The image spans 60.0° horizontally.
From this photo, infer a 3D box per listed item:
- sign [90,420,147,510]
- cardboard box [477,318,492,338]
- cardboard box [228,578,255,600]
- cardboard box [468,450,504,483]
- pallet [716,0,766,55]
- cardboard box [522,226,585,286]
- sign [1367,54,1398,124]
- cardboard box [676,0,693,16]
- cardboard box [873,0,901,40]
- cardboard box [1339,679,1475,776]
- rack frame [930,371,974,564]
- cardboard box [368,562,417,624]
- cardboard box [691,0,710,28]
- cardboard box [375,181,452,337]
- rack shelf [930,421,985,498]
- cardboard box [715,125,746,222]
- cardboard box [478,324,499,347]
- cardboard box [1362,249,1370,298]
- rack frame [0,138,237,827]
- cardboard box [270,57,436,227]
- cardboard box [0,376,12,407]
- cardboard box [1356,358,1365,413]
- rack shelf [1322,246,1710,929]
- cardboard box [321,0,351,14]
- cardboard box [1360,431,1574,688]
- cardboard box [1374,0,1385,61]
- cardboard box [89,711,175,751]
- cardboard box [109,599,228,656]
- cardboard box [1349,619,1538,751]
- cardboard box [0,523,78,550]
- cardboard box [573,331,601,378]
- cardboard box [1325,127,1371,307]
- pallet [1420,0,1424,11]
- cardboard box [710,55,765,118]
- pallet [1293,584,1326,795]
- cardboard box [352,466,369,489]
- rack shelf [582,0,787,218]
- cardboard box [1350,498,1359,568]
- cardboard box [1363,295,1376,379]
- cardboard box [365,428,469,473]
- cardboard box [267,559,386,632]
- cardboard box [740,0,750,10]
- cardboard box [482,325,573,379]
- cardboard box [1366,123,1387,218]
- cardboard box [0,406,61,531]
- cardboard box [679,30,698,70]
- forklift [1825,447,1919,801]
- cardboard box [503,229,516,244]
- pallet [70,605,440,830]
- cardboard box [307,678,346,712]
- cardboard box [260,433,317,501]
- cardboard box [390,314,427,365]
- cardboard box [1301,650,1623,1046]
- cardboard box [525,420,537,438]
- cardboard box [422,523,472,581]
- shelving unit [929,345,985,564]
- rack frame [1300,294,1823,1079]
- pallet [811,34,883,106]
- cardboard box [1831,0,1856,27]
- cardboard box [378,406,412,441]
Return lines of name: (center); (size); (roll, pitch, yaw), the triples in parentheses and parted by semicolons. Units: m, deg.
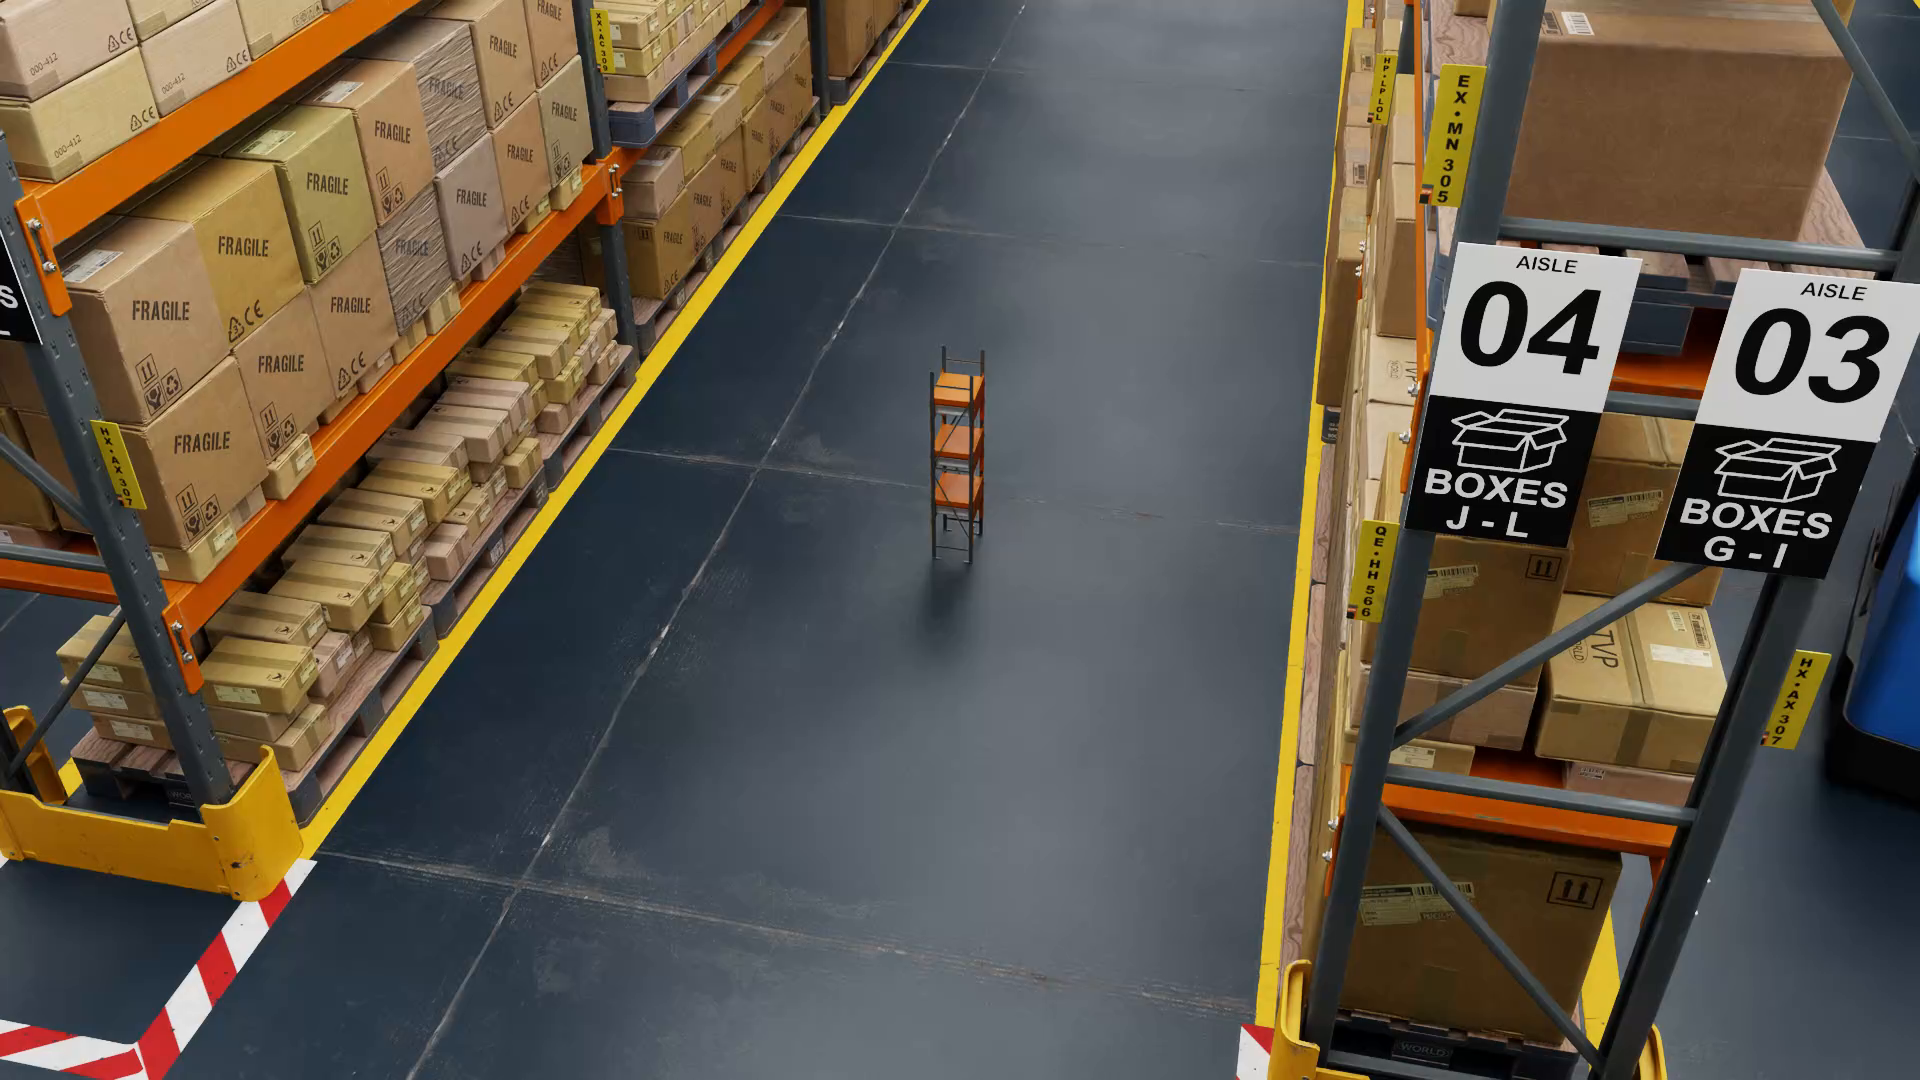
sign: (-2.675, -0.237, 5.283); (0.100, 0.325, 0.005); (7, 37, 10)
cardboard box: (-2.744, -1.182, 8.889); (0.380, 0.149, 0.250); (9, 37, 12)
cardboard box: (-3.262, 0.273, 7.135); (0.380, 0.149, 0.250); (6, 36, 8)
cardboard box: (-2.455, -0.419, 8.090); (0.380, 0.149, 0.250); (6, 36, 8)
pallet: (-1.879, -3.323, 10.442); (1.003, 0.211, 1.213); (7, 37, 10)
cardboard box: (-2.439, -1.861, 10.034); (0.500, 0.500, 0.500); (7, 36, 9)
sign: (1.941, -2.067, 7.626); (0.100, 0.325, 0.005); (7, 37, 10)
cardboard box: (-1.707, -3.032, 9.226); (0.380, 0.149, 0.250); (8, 37, 10)
cardboard box: (-1.095, -4.639, 13.654); (1.050, 0.750, 0.750); (8, 37, 11)
cardboard box: (1.373, 0.582, 5.105); (0.380, 0.149, 0.250); (8, 37, 11)
rack frame: (-0.037, -0.324, 7.803); (0.200, 1.050, 0.008); (7, 37, 10)
cardboard box: (-2.602, 0.207, 7.226); (0.380, 0.149, 0.250); (8, 37, 11)
cardboard box: (-1.654, -3.050, 9.505); (0.380, 0.149, 0.250); (6, 36, 8)
cardboard box: (-2.530, -1.220, 7.038); (0.500, 0.500, 0.500); (6, 36, 9)
rack shelf: (-0.011, -0.386, 7.906); (0.215, 0.259, 0.240); (7, 37, 10)
cardboard box: (-1.724, -2.401, 10.779); (0.500, 0.500, 0.500); (8, 37, 11)
cardboard box: (-2.707, -1.059, 8.973); (0.380, 0.149, 0.250); (8, 37, 10)
cardboard box: (2.029, -1.187, 7.546); (0.380, 0.149, 0.250); (6, 36, 8)
rack frame: (-3.205, 0.046, 5.630); (1.000, 3.000, 0.127); (7, 37, 10)
cardboard box: (-2.510, -1.622, 6.741); (0.500, 0.500, 0.500); (6, 36, 8)
cardboard box: (-3.351, -0.813, 5.625); (0.500, 0.500, 0.500); (7, 36, 9)
cardboard box: (1.808, -0.595, 6.729); (0.380, 0.149, 0.250); (8, 37, 11)
rack shelf: (2.046, -0.130, 6.486); (1.077, 0.370, 4.000); (7, 37, 10)
cardboard box: (-2.525, -2.226, 6.337); (0.500, 0.250, 0.500); (7, 37, 10)
cardboard box: (1.466, 0.050, 4.860); (0.500, 0.500, 0.500); (8, 37, 11)
cardboard box: (2.744, -3.067, 9.840); (0.500, 0.500, 0.500); (7, 36, 9)
cardboard box: (-3.297, 0.702, 6.796); (0.380, 0.149, 0.250); (8, 37, 11)
cardboard box: (-3.230, 0.317, 6.821); (0.380, 0.149, 0.250); (8, 37, 11)
cardboard box: (1.463, 0.355, 5.079); (0.500, 0.250, 0.500); (7, 36, 9)
cardboard box: (-3.412, -0.075, 6.011); (0.380, 0.149, 0.250); (7, 37, 10)
cardboard box: (-2.153, -1.006, 8.900); (0.380, 0.149, 0.250); (6, 36, 8)
cardboard box: (2.780, -1.759, 9.574); (1.225, 0.875, 0.875); (6, 36, 8)
pallet: (2.288, -2.278, 6.357); (1.003, 0.211, 1.213); (7, 37, 10)
cardboard box: (-1.608, -2.997, 10.962); (0.500, 0.250, 0.500); (8, 37, 11)
pallet: (1.976, 0.689, 7.119); (1.003, 0.211, 1.213); (7, 37, 10)
cardboard box: (-3.060, -0.331, 7.969); (0.380, 0.149, 0.250); (8, 37, 10)
rack shelf: (-1.924, -3.102, 10.588); (1.077, 0.370, 4.000); (7, 37, 10)
cardboard box: (1.590, -0.004, 5.913); (0.380, 0.149, 0.250); (7, 36, 9)
cardboard box: (1.900, -0.808, 6.684); (0.500, 0.250, 0.500); (8, 37, 11)
cardboard box: (-2.540, -0.381, 7.785); (0.380, 0.149, 0.250); (7, 37, 10)
cardboard box: (-2.641, 0.230, 6.941); (0.380, 0.149, 0.250); (7, 37, 10)
cardboard box: (-1.487, -3.377, 10.210); (0.380, 0.149, 0.250); (6, 36, 8)
cardboard box: (-2.235, -0.972, 8.600); (0.380, 0.149, 0.250); (7, 37, 10)
cardboard box: (2.306, -1.910, 8.244); (0.500, 0.500, 0.500); (7, 37, 10)
cardboard box: (-3.361, -0.405, 5.914); (0.500, 0.500, 0.500); (8, 37, 11)
cardboard box: (-1.707, -2.786, 9.394); (0.380, 0.149, 0.250); (8, 37, 10)
forklift: (4.762, -0.796, 6.851); (1.130, 2.935, 3.031); (19, 40, 24)
cardboard box: (-2.369, -1.506, 7.986); (0.380, 0.149, 0.250); (6, 36, 9)
pallet: (-2.981, 0.670, 7.145); (1.003, 0.211, 1.213); (7, 37, 10)
cardboard box: (-2.805, 0.610, 6.924); (0.380, 0.149, 0.250); (7, 37, 10)
cardboard box: (-2.692, -0.295, 6.316); (0.380, 0.149, 0.250); (6, 36, 9)
cardboard box: (-2.533, -0.898, 7.146); (0.380, 0.149, 0.250); (9, 37, 12)
cardboard box: (1.677, 1.039, 5.713); (0.875, 0.875, 0.875); (7, 37, 10)
cardboard box: (-2.407, -0.561, 8.540); (0.380, 0.149, 0.250); (6, 36, 9)
cardboard box: (-2.497, 0.044, 7.705); (0.380, 0.149, 0.250); (6, 36, 8)
shelving unit: (-0.011, -0.394, 7.900); (0.215, 1.050, 0.252); (7, 37, 10)
rack frame: (1.619, 0.726, 4.693); (1.000, 3.000, 0.127); (7, 37, 10)
pallet: (-1.255, -3.854, 13.387); (1.003, 0.211, 1.213); (7, 37, 10)
cardboard box: (1.915, -1.352, 4.475); (0.700, 0.500, 0.500); (6, 36, 8)
cardboard box: (-2.895, -0.576, 8.053); (0.380, 0.149, 0.250); (6, 36, 8)
